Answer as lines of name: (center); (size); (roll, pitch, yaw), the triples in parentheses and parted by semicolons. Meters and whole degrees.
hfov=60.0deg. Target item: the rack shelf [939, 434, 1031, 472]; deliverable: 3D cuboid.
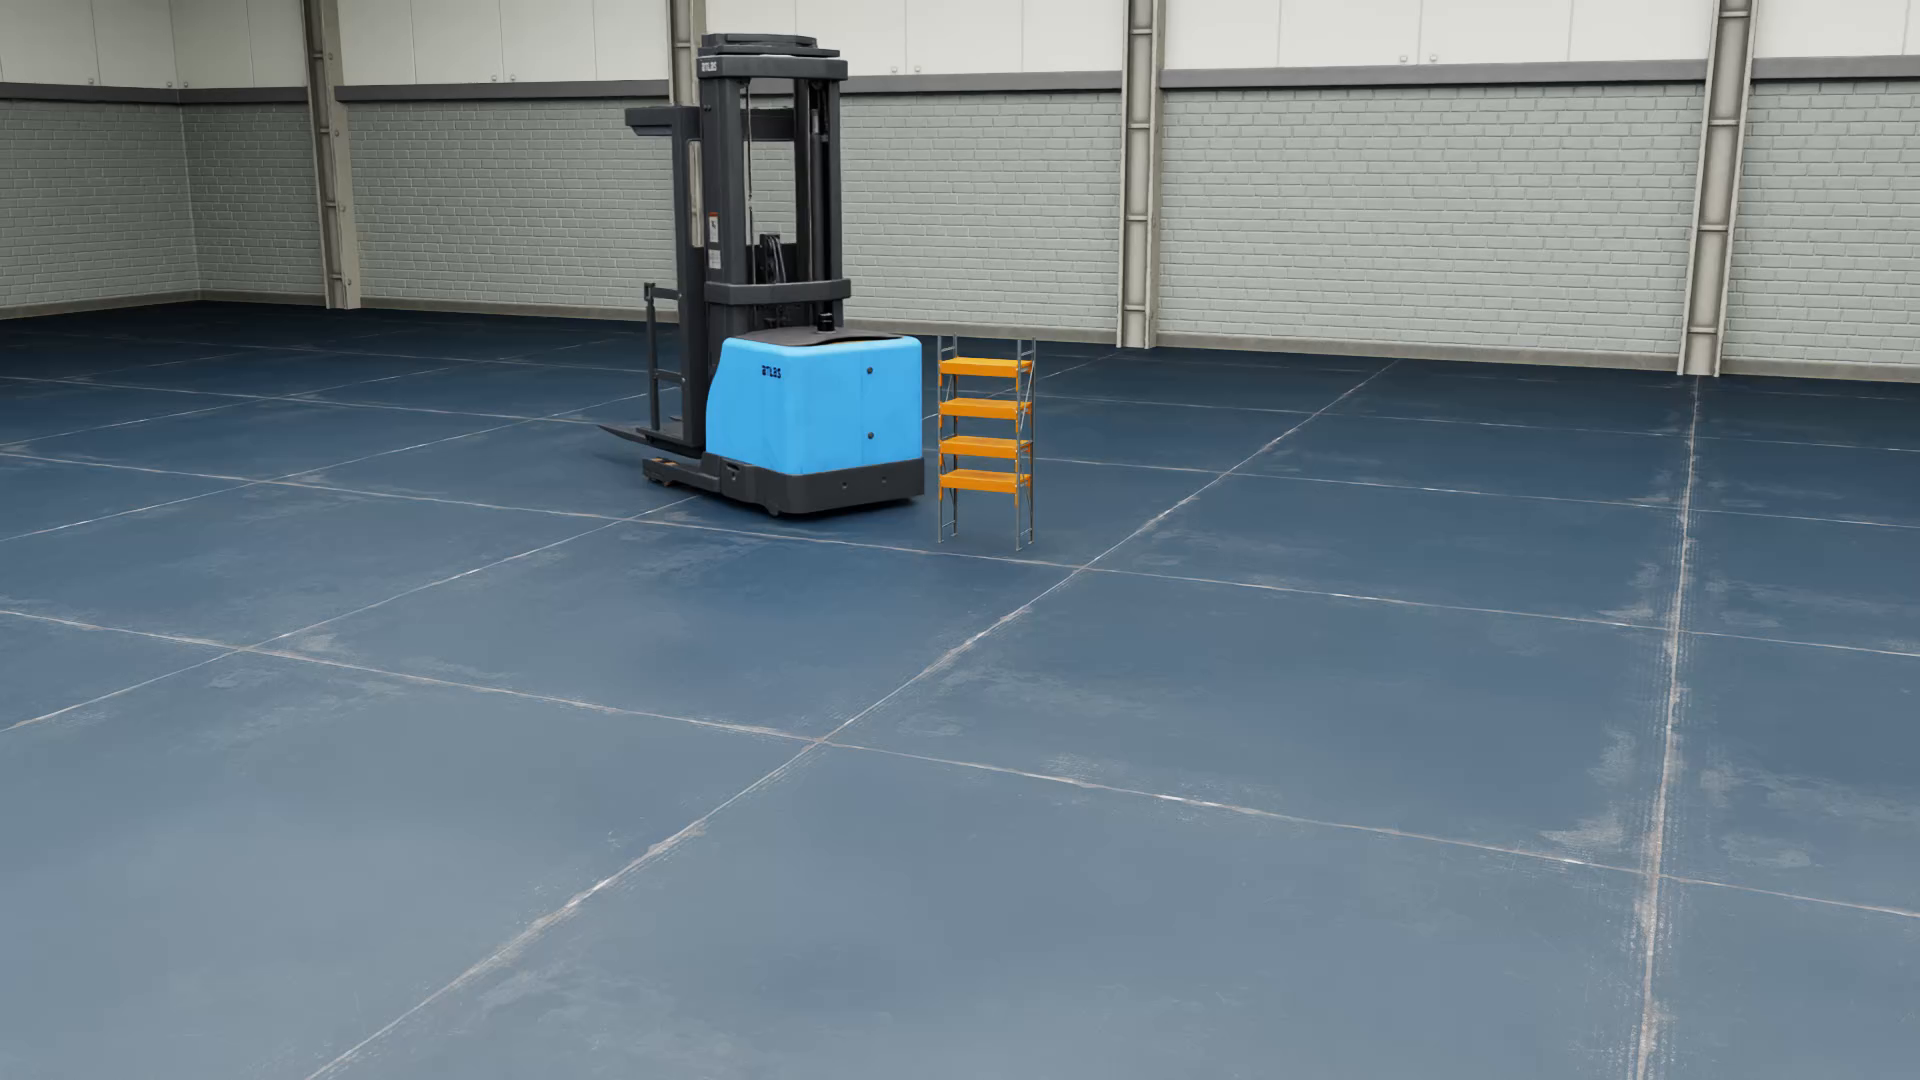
rack shelf: (0.151, -0.503, 9.568); (0.480, 0.148, 0.258); (6, 14, 23)

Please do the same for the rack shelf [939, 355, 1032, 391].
rack shelf: (0.151, -0.951, 9.463); (0.480, 0.148, 0.258); (6, 14, 23)

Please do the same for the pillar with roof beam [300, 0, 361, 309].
pillar with roof beam: (-10.661, -6.844, 19.224); (0.400, 9.000, 9.100); (6, 14, 23)

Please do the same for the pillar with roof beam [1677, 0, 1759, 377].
pillar with roof beam: (5.797, -5.179, 12.126); (0.400, 9.000, 9.100); (6, 14, 23)

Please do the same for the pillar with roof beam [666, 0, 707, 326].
pillar with roof beam: (-5.175, -6.289, 16.858); (0.400, 9.000, 9.100); (6, 14, 23)

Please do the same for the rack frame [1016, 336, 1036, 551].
rack frame: (0.374, -0.546, 9.456); (0.015, 1.200, 0.240); (6, 14, 23)

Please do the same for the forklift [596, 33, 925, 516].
forklift: (-1.532, -1.853, 11.236); (1.130, 2.935, 3.031); (-10, 17, -37)

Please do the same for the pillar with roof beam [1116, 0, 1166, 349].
pillar with roof beam: (0.311, -5.734, 14.492); (0.400, 9.000, 9.100); (6, 14, 23)

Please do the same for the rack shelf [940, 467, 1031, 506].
rack shelf: (0.151, -0.310, 9.613); (0.480, 0.148, 0.258); (6, 14, 23)

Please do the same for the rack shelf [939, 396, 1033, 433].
rack shelf: (0.151, -0.721, 9.517); (0.480, 0.148, 0.258); (6, 14, 23)

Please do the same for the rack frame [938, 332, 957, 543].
rack frame: (-0.072, -0.591, 9.649); (0.015, 1.200, 0.240); (6, 14, 23)

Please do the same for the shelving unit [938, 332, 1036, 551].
shelving unit: (0.151, -0.569, 9.552); (0.503, 1.200, 0.258); (6, 14, 23)
